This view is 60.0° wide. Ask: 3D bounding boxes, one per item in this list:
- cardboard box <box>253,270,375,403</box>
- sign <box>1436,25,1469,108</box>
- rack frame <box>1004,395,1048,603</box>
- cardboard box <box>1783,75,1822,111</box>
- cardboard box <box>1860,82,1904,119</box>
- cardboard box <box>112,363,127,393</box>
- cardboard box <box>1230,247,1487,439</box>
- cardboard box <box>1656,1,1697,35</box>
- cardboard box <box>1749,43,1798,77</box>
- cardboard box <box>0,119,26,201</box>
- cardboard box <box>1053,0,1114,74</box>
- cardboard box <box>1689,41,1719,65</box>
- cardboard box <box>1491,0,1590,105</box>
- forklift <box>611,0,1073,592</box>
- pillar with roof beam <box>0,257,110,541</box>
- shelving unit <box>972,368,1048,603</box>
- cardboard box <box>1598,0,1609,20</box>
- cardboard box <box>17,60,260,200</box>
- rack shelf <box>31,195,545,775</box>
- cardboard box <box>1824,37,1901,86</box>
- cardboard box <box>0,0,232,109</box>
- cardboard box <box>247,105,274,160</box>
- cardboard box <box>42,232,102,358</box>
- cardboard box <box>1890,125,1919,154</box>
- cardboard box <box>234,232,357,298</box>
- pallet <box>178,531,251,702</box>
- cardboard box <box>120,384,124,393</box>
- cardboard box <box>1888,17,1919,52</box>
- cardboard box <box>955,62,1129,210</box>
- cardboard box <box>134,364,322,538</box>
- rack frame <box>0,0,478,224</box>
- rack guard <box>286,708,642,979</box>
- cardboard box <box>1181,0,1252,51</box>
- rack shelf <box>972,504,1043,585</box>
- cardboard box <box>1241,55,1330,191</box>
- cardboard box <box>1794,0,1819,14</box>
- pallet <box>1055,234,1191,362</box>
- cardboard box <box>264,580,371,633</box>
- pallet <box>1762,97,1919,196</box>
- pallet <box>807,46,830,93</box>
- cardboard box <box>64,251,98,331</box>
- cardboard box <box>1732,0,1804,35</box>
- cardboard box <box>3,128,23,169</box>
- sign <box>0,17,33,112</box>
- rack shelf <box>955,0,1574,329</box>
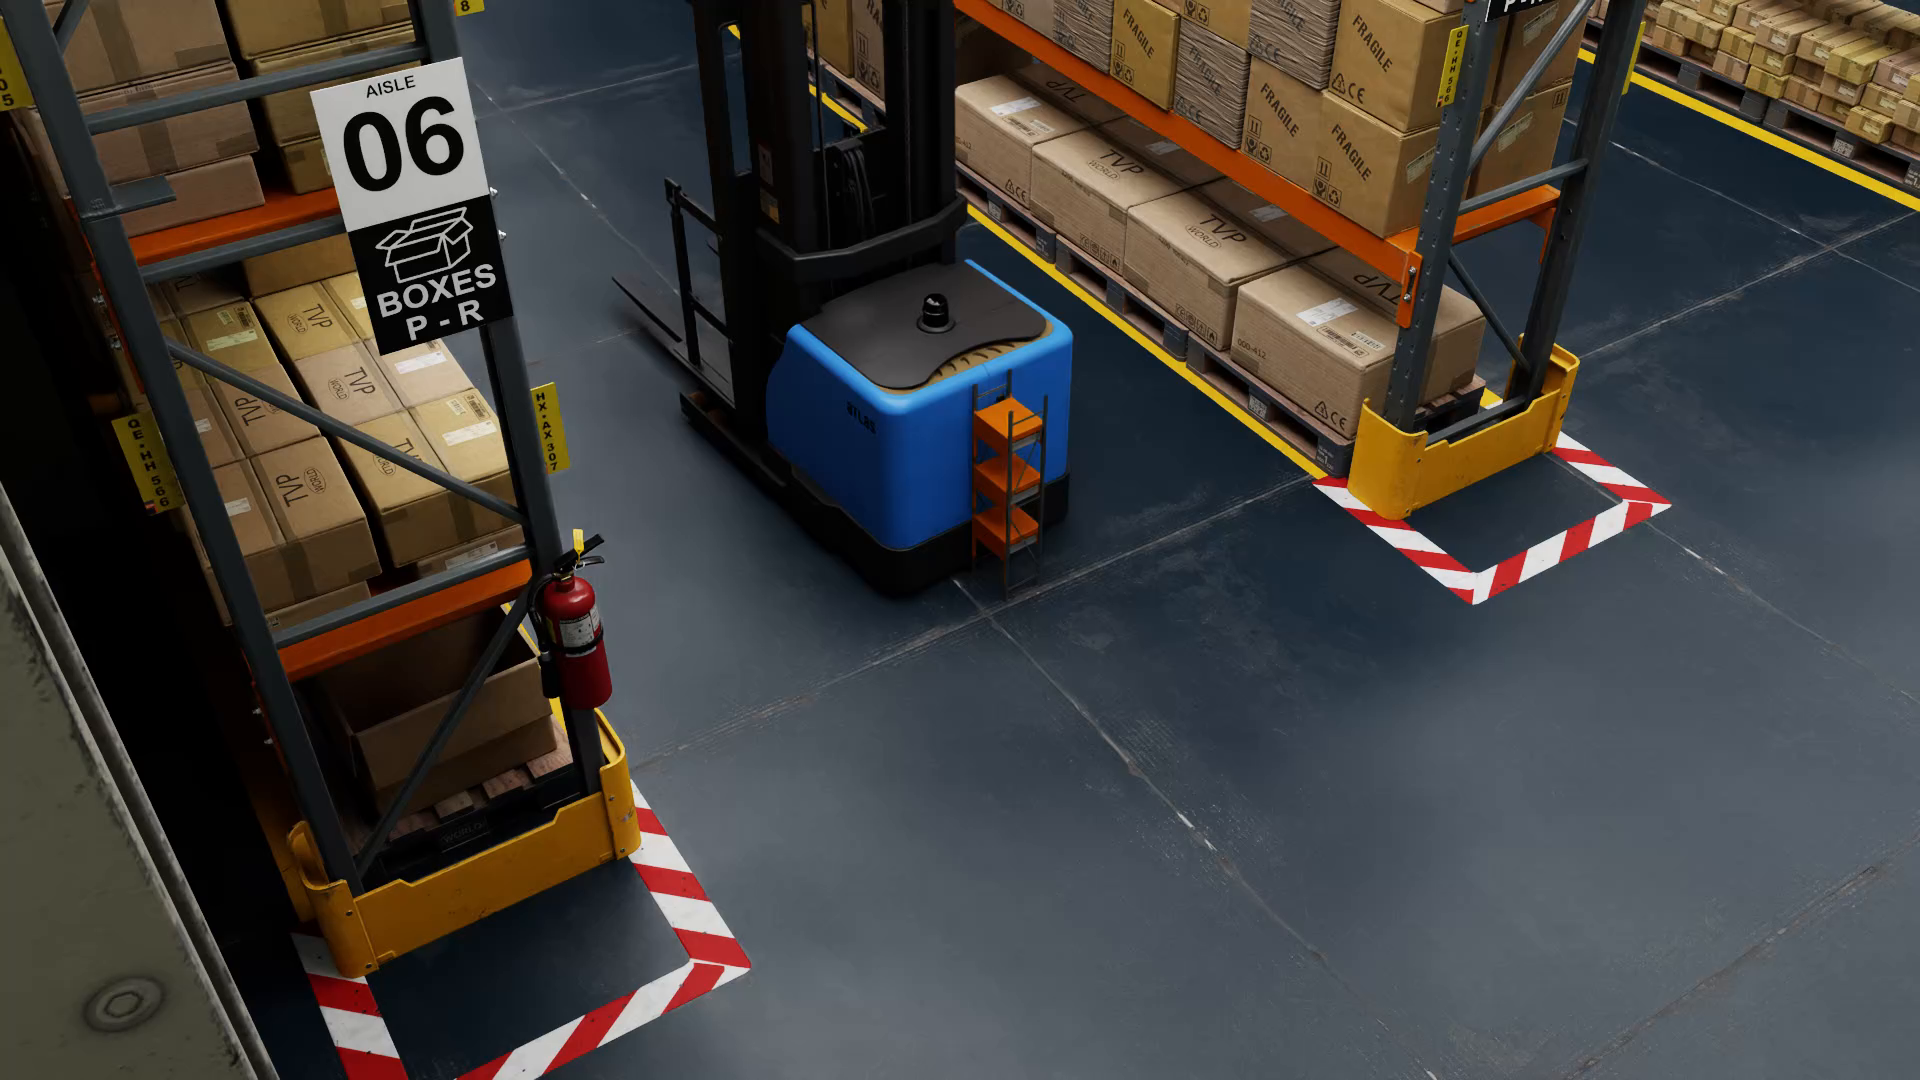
[{"bbox_3d":[-2.311,-0.763,6.268,0.500,0.250,0.500,-23,45,-25],"label":"cardboard box"},{"bbox_3d":[1.970,-1.891,6.647,0.100,0.325,0.005,-22,45,-24],"label":"sign"},{"bbox_3d":[0.282,-0.159,7.181,0.200,1.050,0.008,-25,46,-27],"label":"rack frame"},{"bbox_3d":[5.659,-2.976,10.938,0.380,0.149,0.250,-22,44,-24],"label":"cardboard box"},{"bbox_3d":[5.935,-2.820,10.518,0.380,0.149,0.250,-23,45,-25],"label":"cardboard box"},{"bbox_3d":[-3.024,-0.628,6.417,0.380,0.149,0.250,-22,45,-25],"label":"cardboard box"},{"bbox_3d":[1.996,-1.033,8.381,0.875,0.438,0.875,-24,45,-26],"label":"cardboard box"},{"bbox_3d":[5.055,-3.641,11.503,0.380,0.149,0.250,-23,45,-25],"label":"cardboard box"},{"bbox_3d":[5.460,-3.215,10.992,0.380,0.149,0.250,-22,44,-24],"label":"cardboard box"},{"bbox_3d":[-5.240,-2.188,9.718,0.500,0.500,0.500,-24,45,-26],"label":"cardboard box"},{"bbox_3d":[0.845,-2.845,8.803,0.500,0.500,0.500,-22,45,-24],"label":"cardboard box"},{"bbox_3d":[5.266,-3.409,11.458,0.380,0.149,0.250,-21,44,-23],"label":"cardboard box"},{"bbox_3d":[2.417,-2.314,7.386,0.500,0.500,0.500,-23,45,-25],"label":"cardboard box"},{"bbox_3d":[-0.770,-1.789,7.668,1.130,2.935,3.031,-25,46,-27],"label":"forklift"},{"bbox_3d":[-0.655,-5.084,6.882,9.100,9.000,0.400,-22,45,-24],"label":"pillar with roof beam"},{"bbox_3d":[0.210,-0.221,7.256,0.215,1.050,0.252,-25,46,-27],"label":"shelving unit"},{"bbox_3d":[4.828,-3.831,11.964,0.380,0.149,0.250,-23,45,-25],"label":"cardboard box"},{"bbox_3d":[-2.217,-1.179,4.424,0.500,0.250,0.500,-23,45,-25],"label":"cardboard box"},{"bbox_3d":[-2.823,-0.627,6.782,1.077,0.370,4.000,-22,45,-24],"label":"rack shelf"},{"bbox_3d":[5.723,-3.038,10.547,0.380,0.149,0.250,-23,45,-25],"label":"cardboard box"},{"bbox_3d":[-2.222,-1.369,4.261,0.500,0.250,0.500,-23,45,-26],"label":"cardboard box"},{"bbox_3d":[-1.886,-1.265,4.838,0.380,0.149,0.250,-21,44,-24],"label":"cardboard box"},{"bbox_3d":[-4.412,-1.347,8.709,0.500,0.500,0.500,-22,45,-25],"label":"cardboard box"},{"bbox_3d":[6.095,-2.572,10.452,0.380,0.149,0.250,-21,44,-24],"label":"cardboard box"},{"bbox_3d":[-2.572,-1.316,6.346,0.500,0.500,0.500,-21,44,-23],"label":"cardboard box"},{"bbox_3d":[-2.870,0.118,7.504,1.003,0.211,1.213,-22,45,-24],"label":"pallet"},{"bbox_3d":[-3.743,-0.673,8.048,0.500,0.311,0.500,-21,44,-23],"label":"cardboard box"},{"bbox_3d":[6.282,-3.275,10.832,0.380,0.149,0.250,-22,45,-25],"label":"cardboard box"},{"bbox_3d":[0.531,-2.495,10.135,0.875,0.438,0.875,-23,45,-25],"label":"cardboard box"},{"bbox_3d":[-2.495,-0.316,5.732,0.500,0.250,0.500,-22,45,-24],"label":"cardboard box"},{"bbox_3d":[-1.748,-2.129,3.336,1.000,3.000,0.127,-22,45,-24],"label":"rack frame"},{"bbox_3d":[-1.789,1.095,6.106,1.175,0.500,0.348,-22,45,-24],"label":"rack guard"},{"bbox_3d":[1.406,-2.675,7.819,0.500,0.500,0.500,-22,45,-25],"label":"cardboard box"},{"bbox_3d":[0.210,0.000,7.441,0.215,0.259,0.240,-25,46,-27],"label":"rack shelf"},{"bbox_3d":[1.695,-2.018,7.811,0.500,0.500,0.500,-23,45,-25],"label":"cardboard box"},{"bbox_3d":[5.835,-3.691,11.331,0.380,0.149,0.250,-22,44,-24],"label":"cardboard box"},{"bbox_3d":[1.287,-1.526,9.477,1.003,0.211,1.213,-22,45,-24],"label":"pallet"},{"bbox_3d":[-2.152,0.186,5.440,0.380,0.149,0.250,-23,45,-25],"label":"cardboard box"},{"bbox_3d":[6.106,-2.713,10.902,1.003,0.211,1.213,-22,45,-24],"label":"pallet"},{"bbox_3d":[-0.854,-3.672,12.052,1.003,0.211,1.213,-22,45,-24],"label":"pallet"},{"bbox_3d":[-3.309,-1.132,6.711,0.500,0.250,0.500,-21,44,-23],"label":"cardboard box"},{"bbox_3d":[5.398,-3.506,11.108,0.380,0.149,0.250,-24,45,-26],"label":"cardboard box"},{"bbox_3d":[-5.072,-2.217,9.245,0.380,0.149,0.250,-22,44,-24],"label":"cardboard box"},{"bbox_3d":[-2.227,-1.136,3.796,0.100,0.325,0.005,-22,45,-24],"label":"sign"},{"bbox_3d":[1.360,-2.338,8.835,1.077,0.370,4.000,-22,45,-24],"label":"rack shelf"}]
